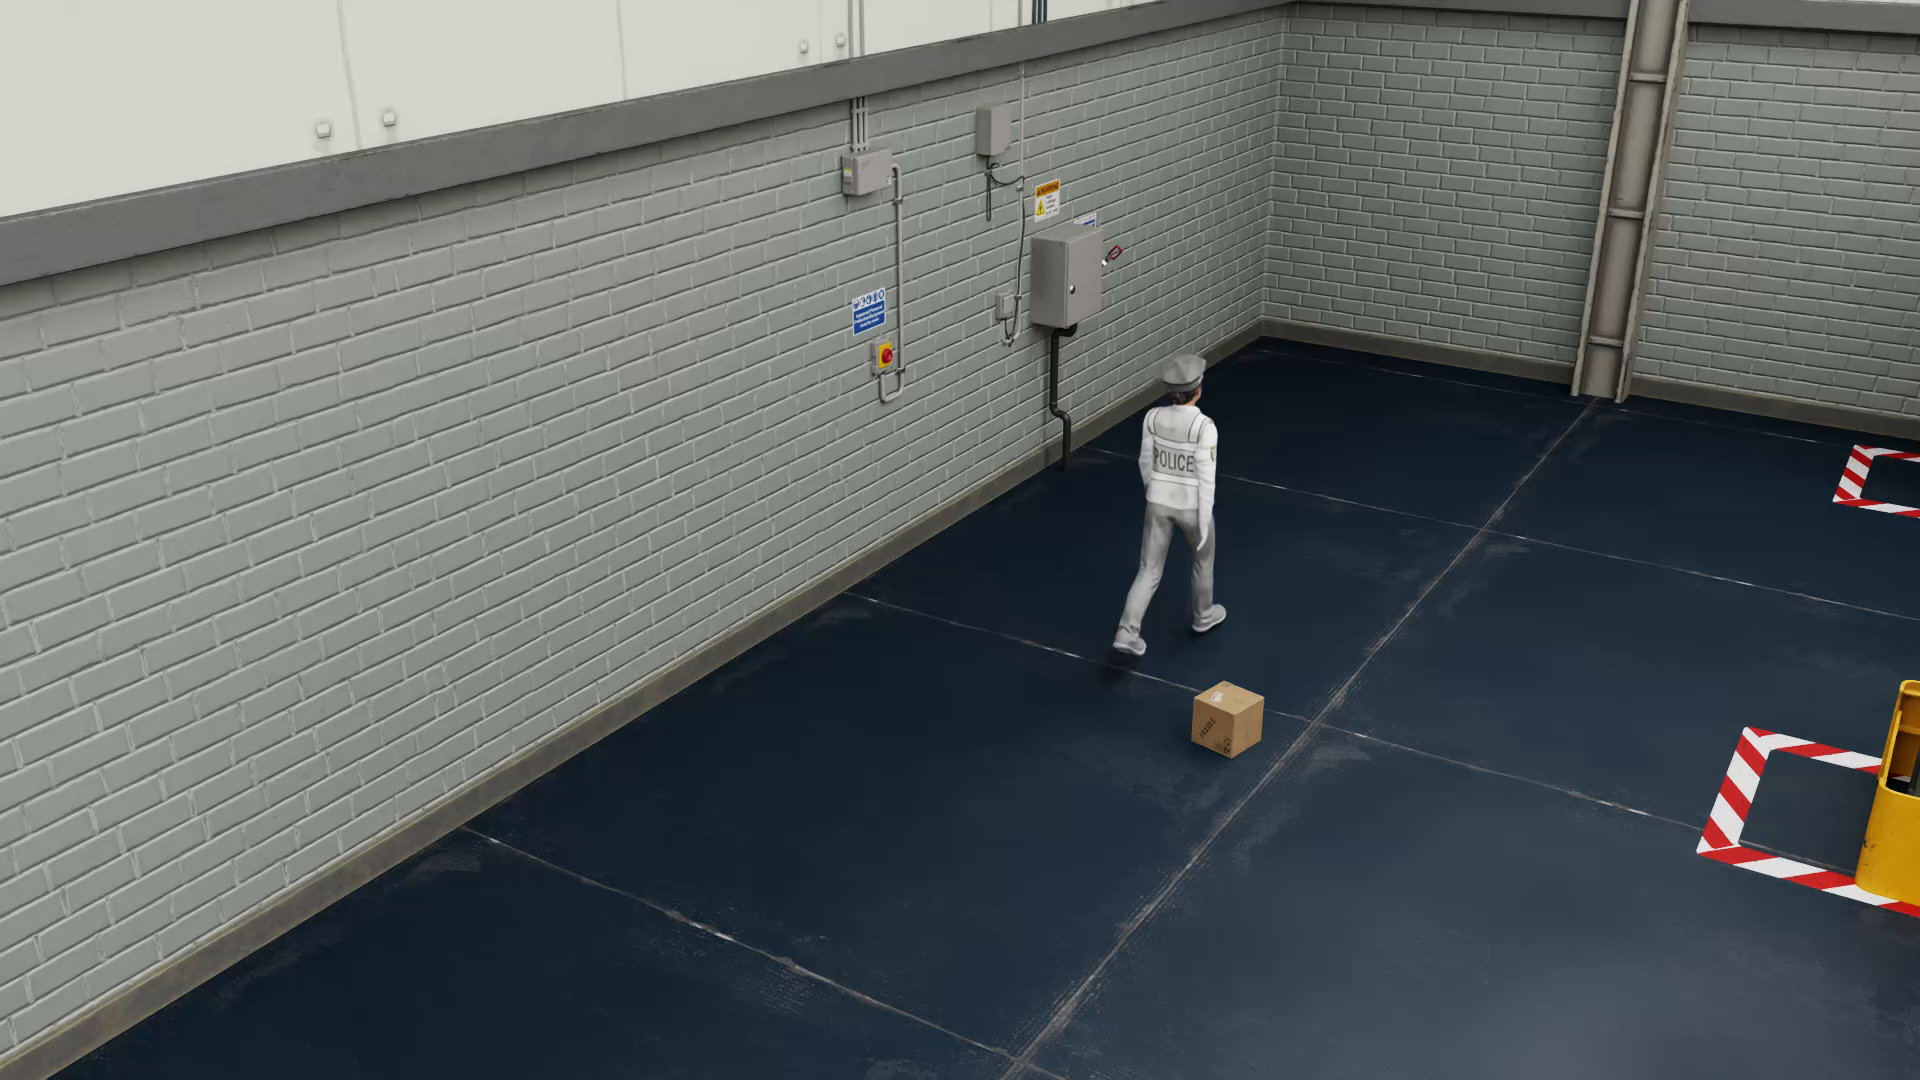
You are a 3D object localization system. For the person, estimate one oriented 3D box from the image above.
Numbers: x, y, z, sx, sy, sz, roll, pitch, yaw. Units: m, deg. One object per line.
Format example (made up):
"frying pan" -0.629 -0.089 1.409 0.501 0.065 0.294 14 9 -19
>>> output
"person" 1.154 -0.181 8.977 0.484 1.638 0.977 13 26 27
